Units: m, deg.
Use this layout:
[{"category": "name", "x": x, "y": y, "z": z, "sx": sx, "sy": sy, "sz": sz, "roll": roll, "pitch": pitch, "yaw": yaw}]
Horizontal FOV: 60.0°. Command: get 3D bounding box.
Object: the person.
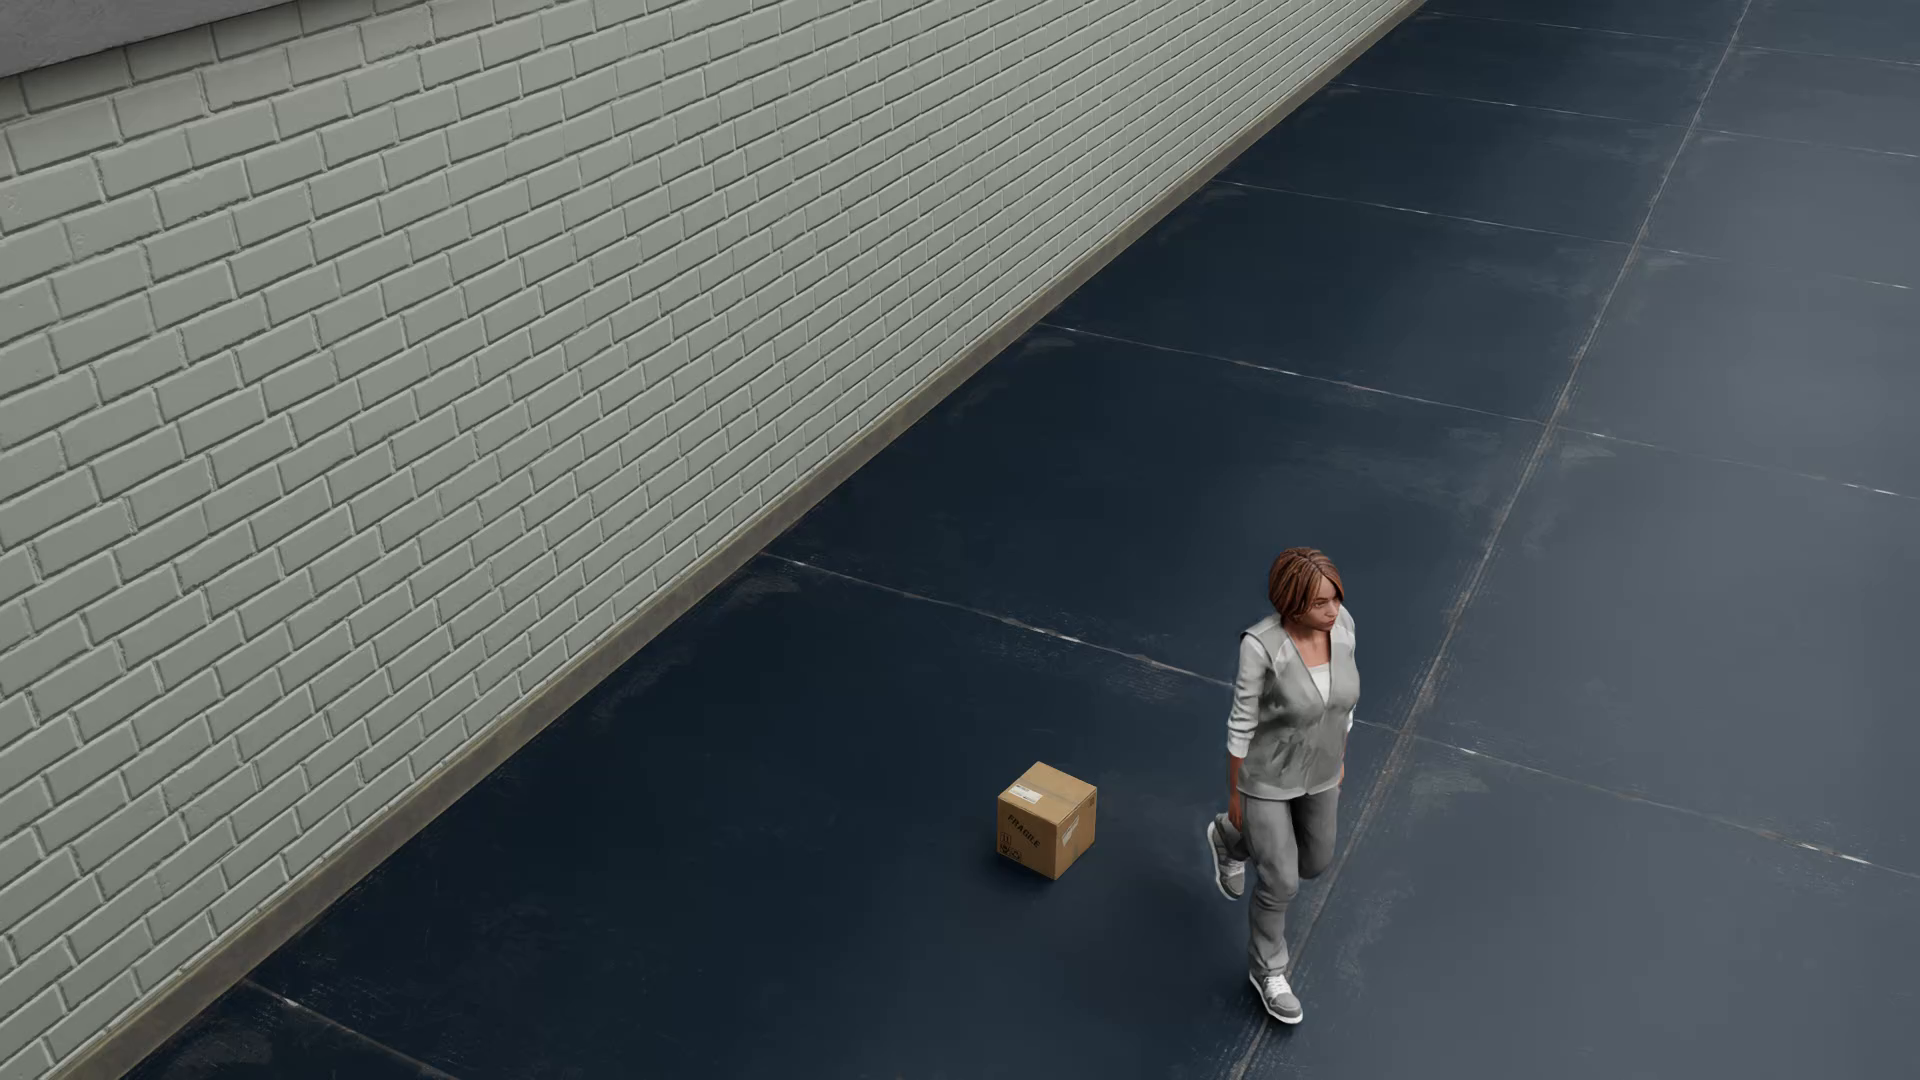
[{"category": "person", "x": 0.928, "y": 0.721, "z": 5.060, "sx": 0.425, "sy": 1.275, "sz": 0.532, "roll": -14, "pitch": 33, "yaw": -22}]
